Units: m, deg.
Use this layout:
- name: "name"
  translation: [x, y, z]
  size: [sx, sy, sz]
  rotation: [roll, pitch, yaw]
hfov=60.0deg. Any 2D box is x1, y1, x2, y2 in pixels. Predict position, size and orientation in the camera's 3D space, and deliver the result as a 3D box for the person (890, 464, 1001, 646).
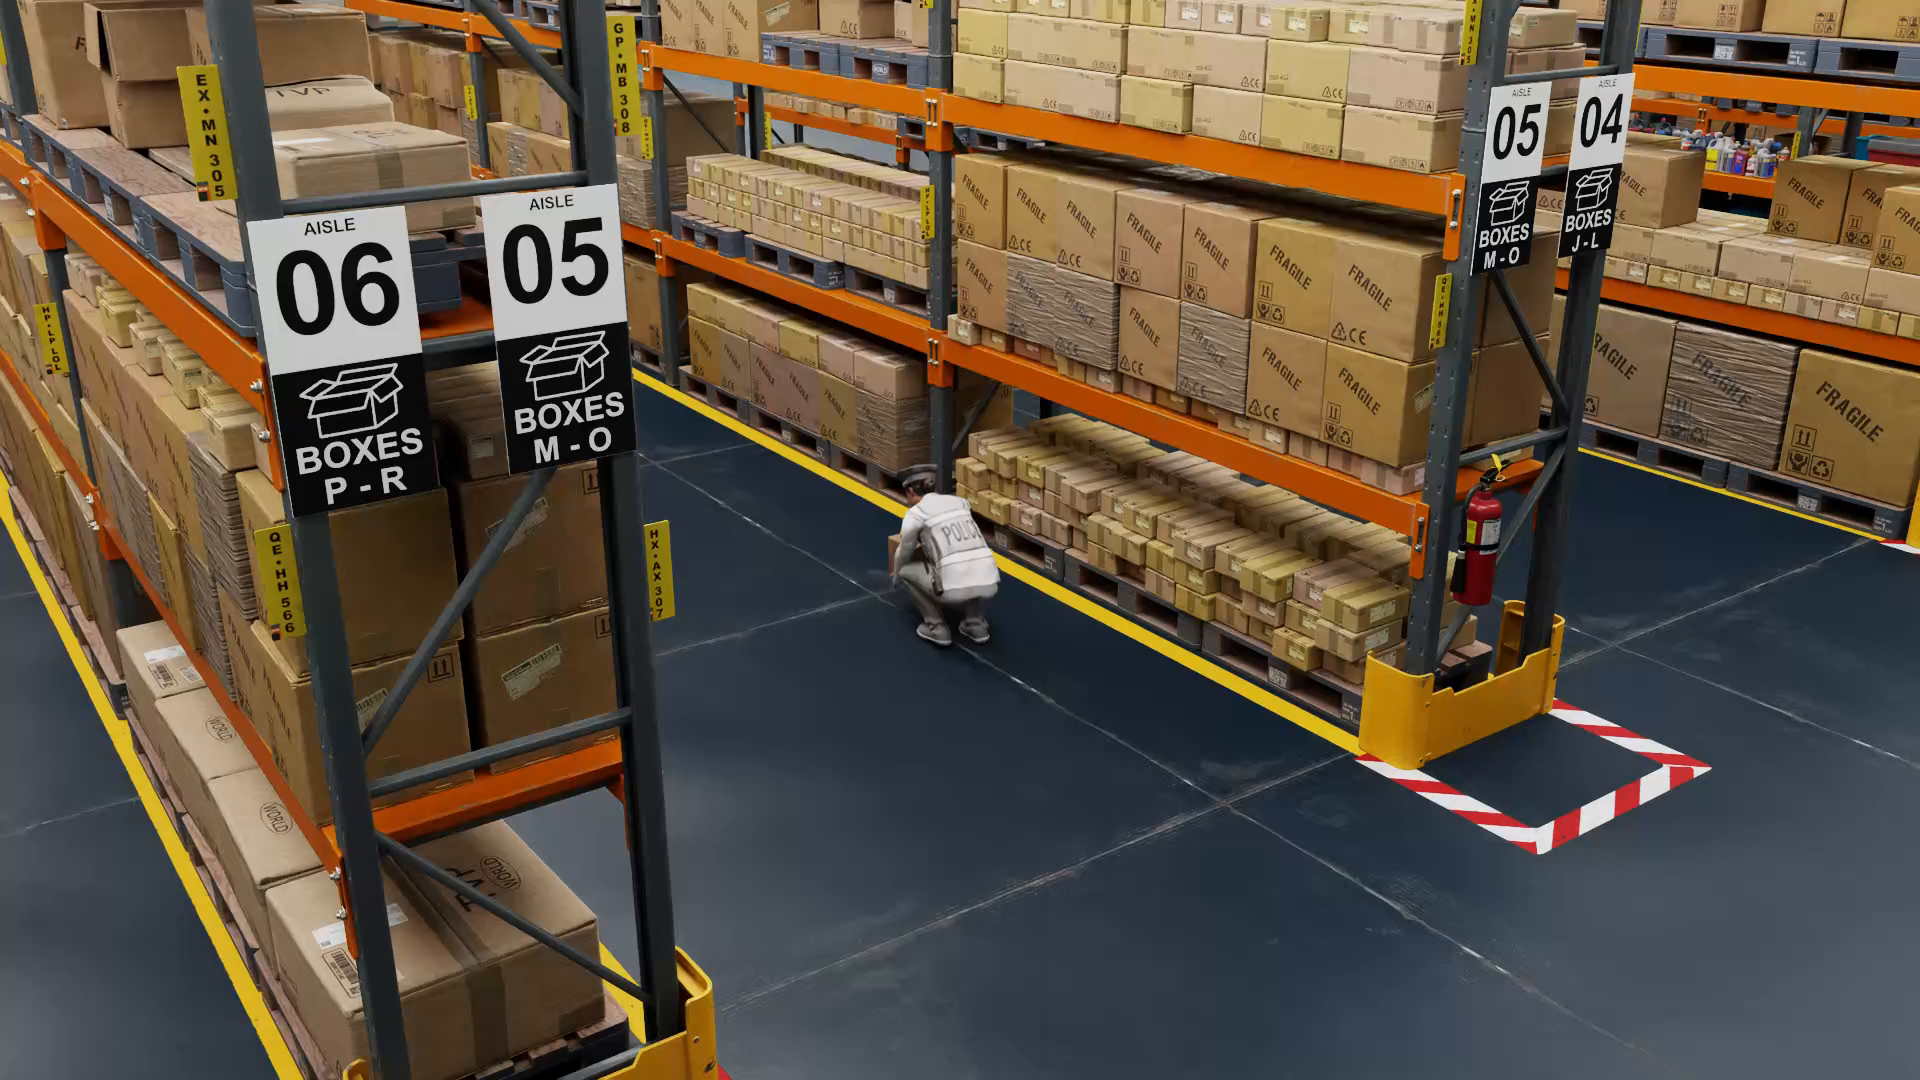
- name: "person"
  translation: [-0.103, 0.069, 9.371]
  size: [0.469, 0.976, 0.847]
  rotation: [-11, 24, -25]
